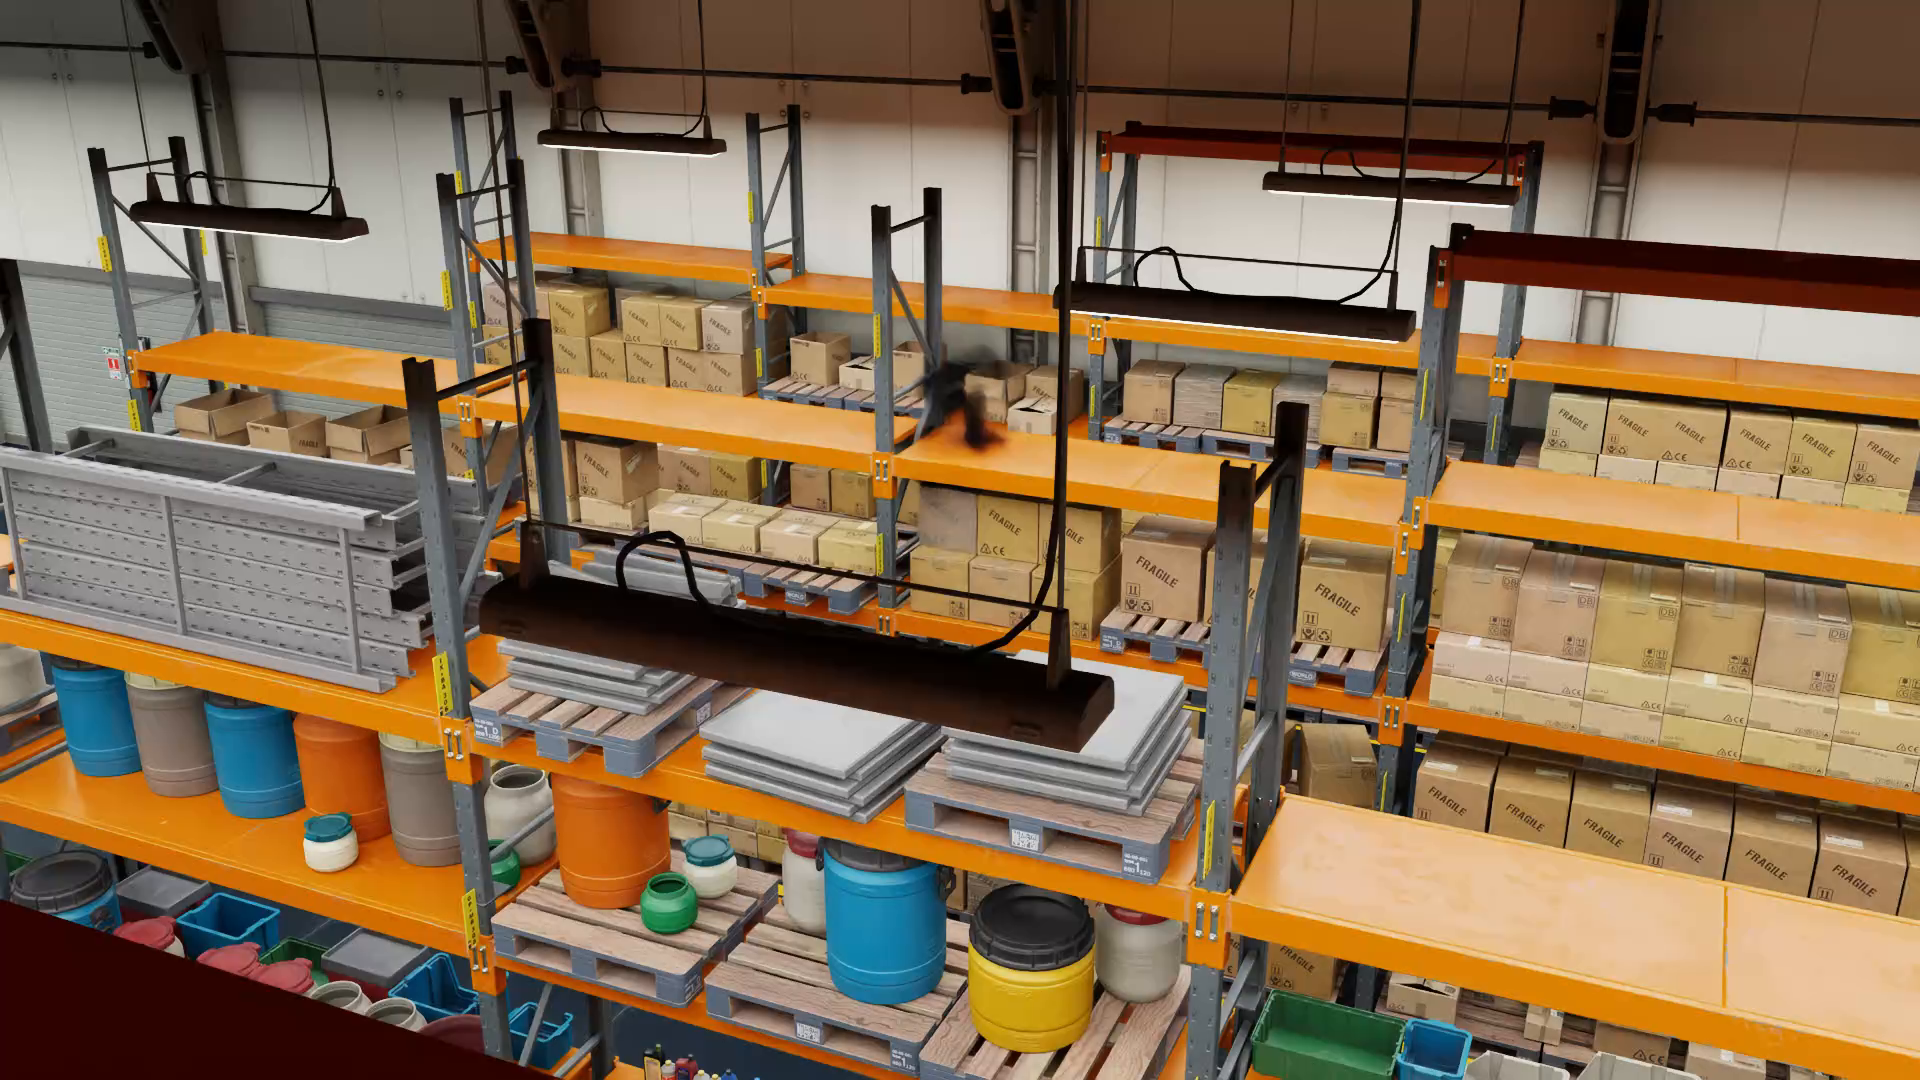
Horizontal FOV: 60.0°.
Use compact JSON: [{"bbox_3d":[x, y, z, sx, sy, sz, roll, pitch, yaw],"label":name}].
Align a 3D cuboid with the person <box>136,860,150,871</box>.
[{"bbox_3d":[-6.641,2.563,13.566,0.823,1.613,0.620,8,22,21],"label":"person"}]
